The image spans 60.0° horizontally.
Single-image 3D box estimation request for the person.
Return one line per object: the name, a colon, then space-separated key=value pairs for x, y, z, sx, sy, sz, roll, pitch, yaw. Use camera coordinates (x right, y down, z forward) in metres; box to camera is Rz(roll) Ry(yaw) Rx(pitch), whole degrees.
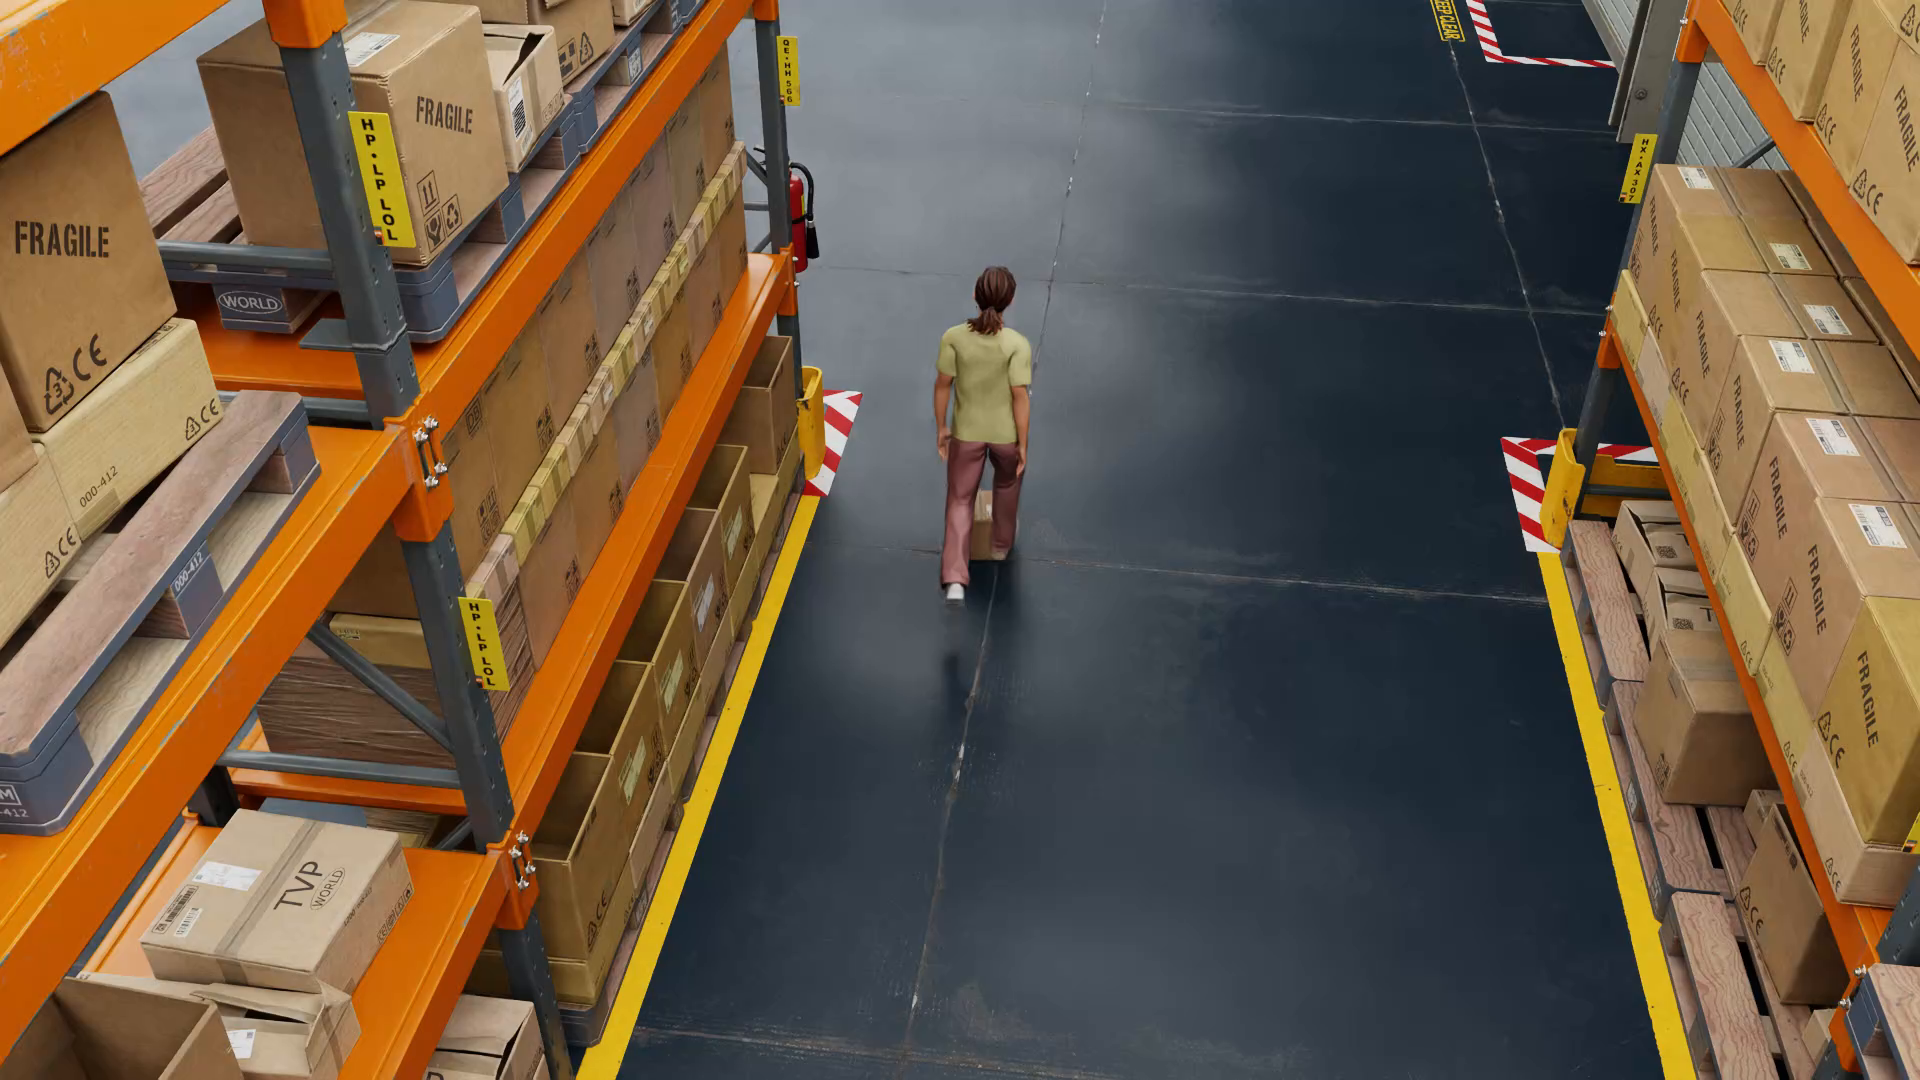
person: x=0.095 y=-0.453 z=7.672 sx=0.451 sy=1.629 sz=0.967 roll=6 pitch=37 yaw=7
